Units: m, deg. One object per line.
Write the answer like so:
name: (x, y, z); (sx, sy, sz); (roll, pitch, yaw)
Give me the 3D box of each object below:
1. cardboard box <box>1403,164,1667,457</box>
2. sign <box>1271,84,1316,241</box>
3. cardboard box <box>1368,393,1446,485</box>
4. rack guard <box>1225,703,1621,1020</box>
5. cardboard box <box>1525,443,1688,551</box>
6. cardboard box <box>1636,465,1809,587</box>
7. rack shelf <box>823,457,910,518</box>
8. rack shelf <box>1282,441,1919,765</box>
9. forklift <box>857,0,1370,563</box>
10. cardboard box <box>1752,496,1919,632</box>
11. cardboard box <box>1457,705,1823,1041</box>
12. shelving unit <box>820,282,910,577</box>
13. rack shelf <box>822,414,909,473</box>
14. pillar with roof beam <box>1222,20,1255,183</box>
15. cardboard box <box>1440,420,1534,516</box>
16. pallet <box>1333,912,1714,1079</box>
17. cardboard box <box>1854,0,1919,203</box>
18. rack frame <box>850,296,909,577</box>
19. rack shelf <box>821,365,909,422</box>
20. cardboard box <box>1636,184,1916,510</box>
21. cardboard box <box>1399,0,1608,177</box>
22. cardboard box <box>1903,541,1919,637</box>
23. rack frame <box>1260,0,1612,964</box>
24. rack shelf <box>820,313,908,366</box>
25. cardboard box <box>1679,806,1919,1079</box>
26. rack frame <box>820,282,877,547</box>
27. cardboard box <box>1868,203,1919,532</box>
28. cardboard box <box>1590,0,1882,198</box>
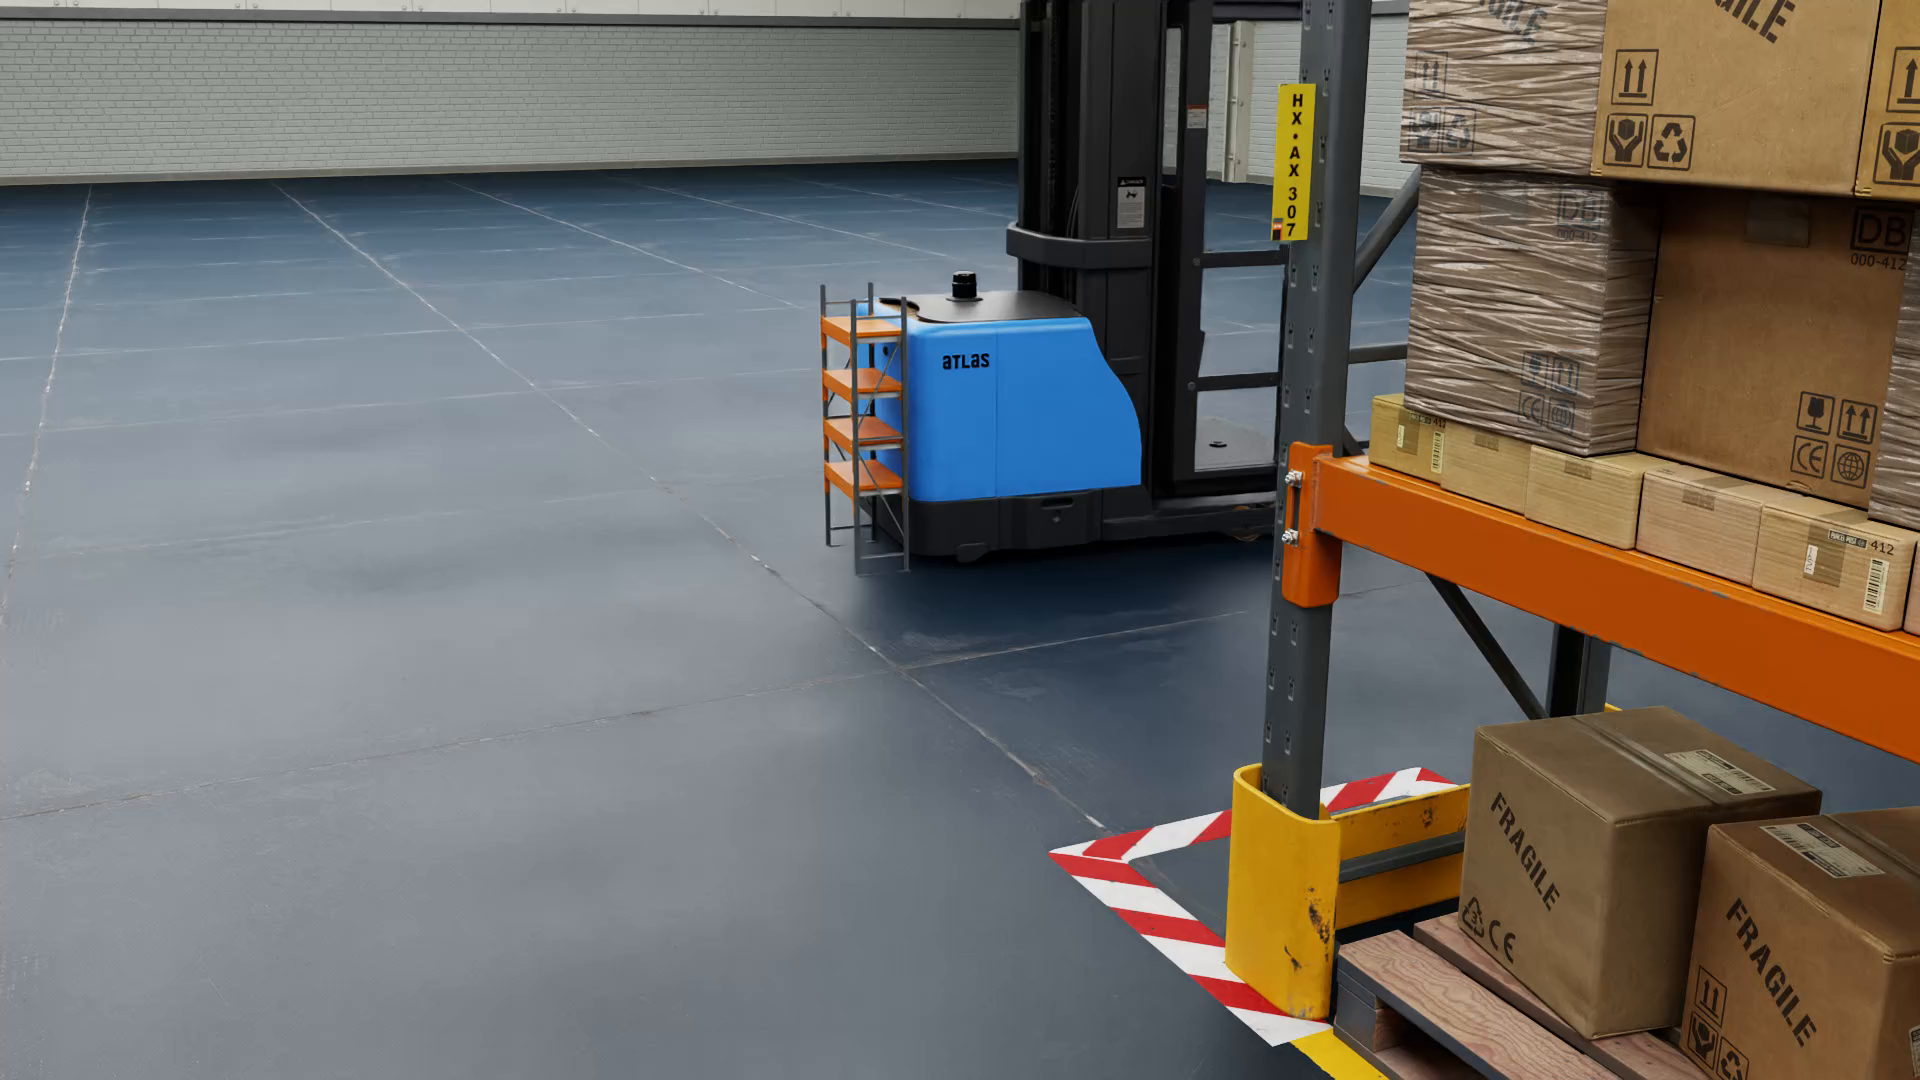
cardboard box: (1.416, -0.503, 3.346); (0.875, 0.500, 0.500); (-8, 18, -25)
sign: (0.712, -0.802, 3.539); (0.100, 0.325, 0.005); (-8, 18, -25)
cardboard box: (1.110, -0.232, 3.576); (0.380, 0.149, 0.250); (-8, 18, -25)
rack guard: (1.233, 0.768, 4.167); (1.175, 0.500, 0.348); (-8, 18, -25)
cardboard box: (1.299, -0.104, 3.129); (0.380, 0.149, 0.250); (-8, 18, -25)
cardboard box: (1.427, -0.044, 2.922); (0.380, 0.149, 0.250); (-8, 18, -25)
rack shelf: (-0.419, -0.237, 7.364); (0.258, 0.148, 0.480); (-6, 17, -19)
rack shelf: (2.076, 0.390, 2.259); (1.077, 0.370, 4.000); (-8, 18, -25)
forklift: (1.077, -1.532, 7.775); (3.031, 2.935, 1.130); (-5, 17, -18)
cardboard box: (1.530, 0.019, 2.703); (0.380, 0.149, 0.250); (-8, 18, -25)
cardboard box: (1.458, 0.705, 3.628); (0.500, 0.500, 0.500); (-4, 17, -15)
shelving unit: (-0.419, -0.492, 7.290); (0.258, 1.200, 0.503); (-6, 17, -19)
rack shelf: (-0.419, -0.427, 7.309); (0.258, 0.148, 0.480); (-6, 17, -19)
pillar with roof beam: (1.258, -10.493, 28.001); (9.100, 9.000, 0.400); (-8, 18, -25)
cardboard box: (1.203, -0.167, 3.351); (0.380, 0.149, 0.250); (-8, 18, -25)
pallet: (1.557, 1.113, 3.490); (1.003, 0.211, 1.213); (-8, 18, -25)
cardboard box: (1.629, -0.706, 2.238); (0.500, 0.500, 0.500); (-8, 18, -25)
rack frame: (-0.338, -0.429, 7.069); (0.240, 1.200, 0.015); (-6, 17, -19)
rack shelf: (-0.419, -0.642, 7.247); (0.258, 0.148, 0.480); (-6, 17, -19)
cardboard box: (1.743, -0.394, 2.964); (0.875, 0.500, 0.500); (-8, 18, -25)
cardboard box: (1.196, -0.954, 3.105); (0.500, 0.500, 0.500); (-8, 18, -25)
cardboard box: (1.664, 0.077, 2.498); (0.380, 0.149, 0.250); (-8, 18, -25)
rack frame: (1.200, -0.452, 3.888); (1.000, 3.000, 0.127); (-8, 18, -25)
rack shelf: (-0.419, -0.870, 7.182); (0.258, 0.148, 0.480); (-6, 17, -19)
cardboard box: (1.751, 0.849, 3.126); (0.500, 0.500, 0.500); (-3, 16, -10)
rack frame: (-0.500, -0.556, 7.511); (0.240, 1.200, 0.015); (-6, 17, -19)
cardboard box: (1.923, -0.265, 2.514); (0.875, 0.500, 0.500); (-8, 18, -25)
cardboard box: (1.409, -0.829, 2.670); (0.500, 0.500, 0.500); (-8, 18, -25)
